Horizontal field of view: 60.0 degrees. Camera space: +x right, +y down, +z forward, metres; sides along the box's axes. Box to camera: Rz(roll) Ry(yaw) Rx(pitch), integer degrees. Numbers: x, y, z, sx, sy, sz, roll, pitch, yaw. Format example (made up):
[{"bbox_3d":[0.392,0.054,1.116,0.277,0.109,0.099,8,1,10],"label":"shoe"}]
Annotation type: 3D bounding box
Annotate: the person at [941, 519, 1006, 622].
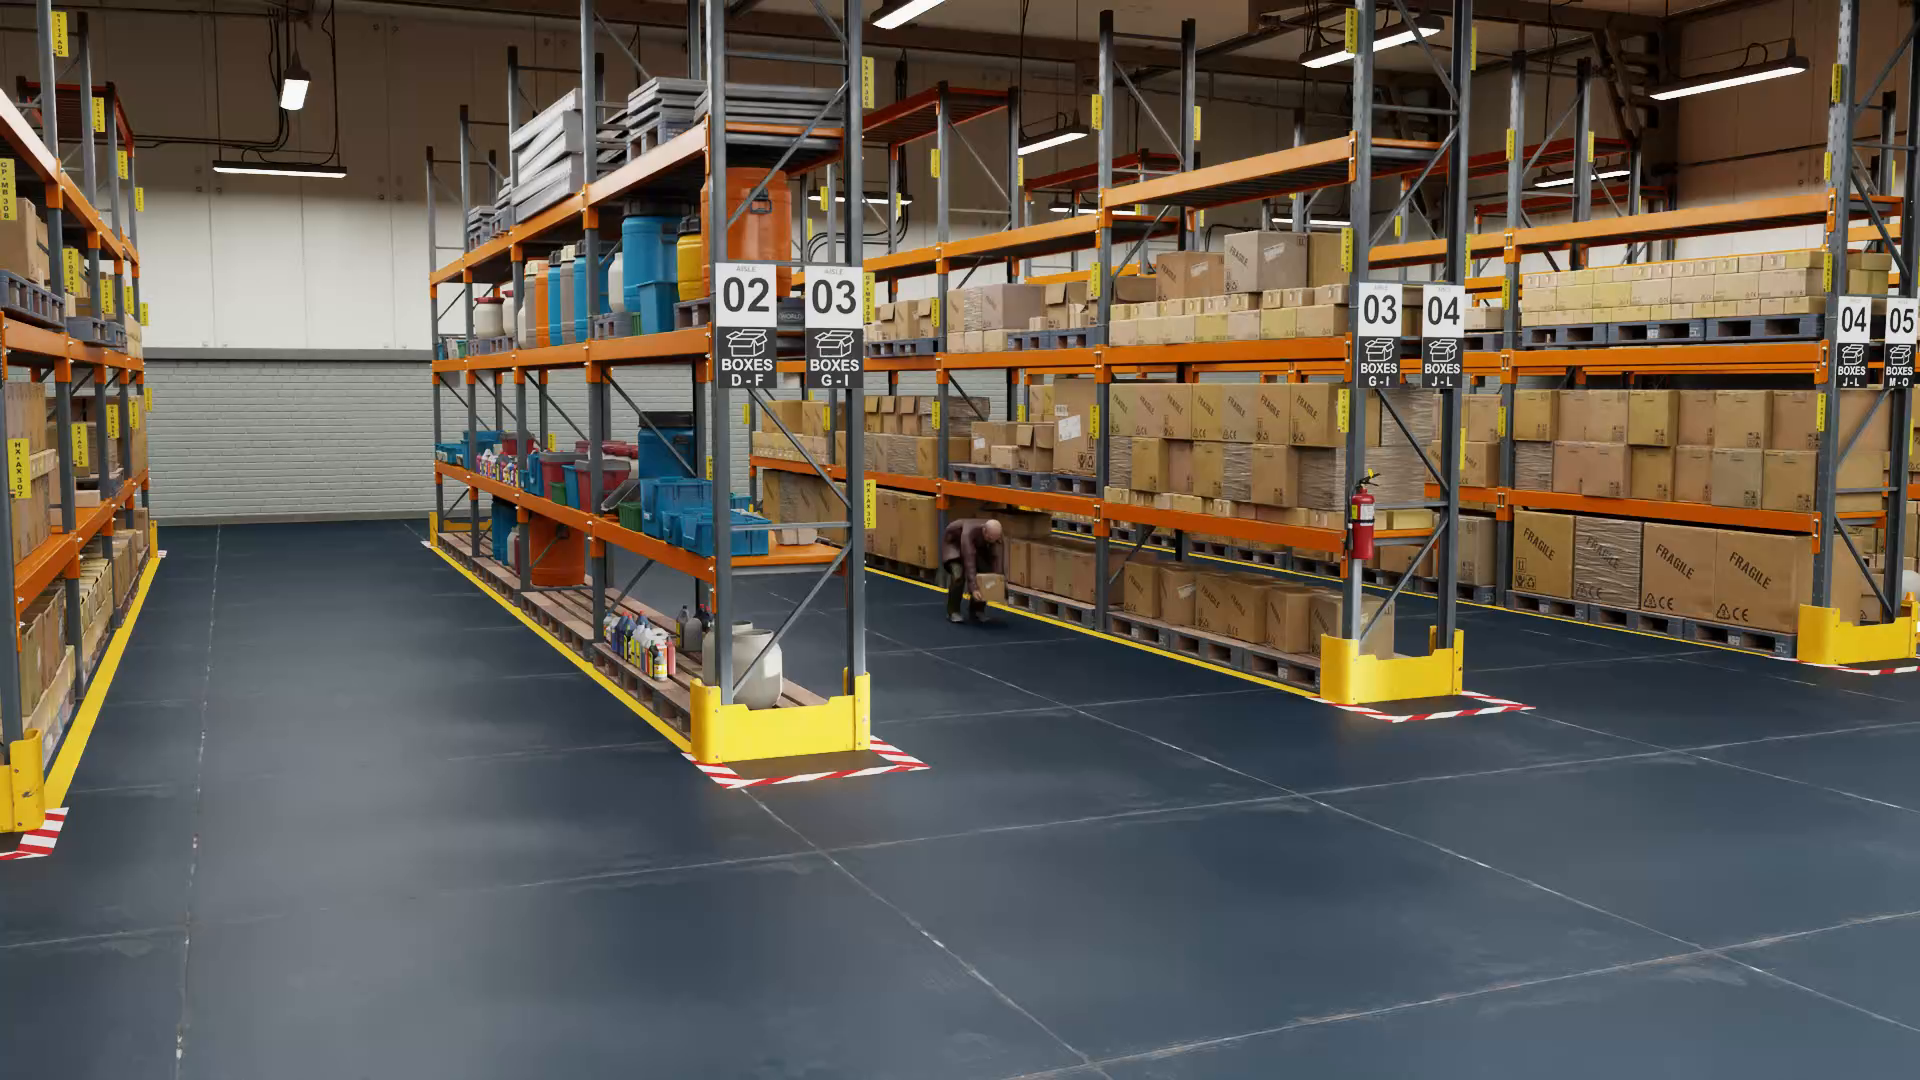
[{"bbox_3d":[0.149,0.308,17.065,0.581,1.094,0.941,-3,6,-27],"label":"person"}]
